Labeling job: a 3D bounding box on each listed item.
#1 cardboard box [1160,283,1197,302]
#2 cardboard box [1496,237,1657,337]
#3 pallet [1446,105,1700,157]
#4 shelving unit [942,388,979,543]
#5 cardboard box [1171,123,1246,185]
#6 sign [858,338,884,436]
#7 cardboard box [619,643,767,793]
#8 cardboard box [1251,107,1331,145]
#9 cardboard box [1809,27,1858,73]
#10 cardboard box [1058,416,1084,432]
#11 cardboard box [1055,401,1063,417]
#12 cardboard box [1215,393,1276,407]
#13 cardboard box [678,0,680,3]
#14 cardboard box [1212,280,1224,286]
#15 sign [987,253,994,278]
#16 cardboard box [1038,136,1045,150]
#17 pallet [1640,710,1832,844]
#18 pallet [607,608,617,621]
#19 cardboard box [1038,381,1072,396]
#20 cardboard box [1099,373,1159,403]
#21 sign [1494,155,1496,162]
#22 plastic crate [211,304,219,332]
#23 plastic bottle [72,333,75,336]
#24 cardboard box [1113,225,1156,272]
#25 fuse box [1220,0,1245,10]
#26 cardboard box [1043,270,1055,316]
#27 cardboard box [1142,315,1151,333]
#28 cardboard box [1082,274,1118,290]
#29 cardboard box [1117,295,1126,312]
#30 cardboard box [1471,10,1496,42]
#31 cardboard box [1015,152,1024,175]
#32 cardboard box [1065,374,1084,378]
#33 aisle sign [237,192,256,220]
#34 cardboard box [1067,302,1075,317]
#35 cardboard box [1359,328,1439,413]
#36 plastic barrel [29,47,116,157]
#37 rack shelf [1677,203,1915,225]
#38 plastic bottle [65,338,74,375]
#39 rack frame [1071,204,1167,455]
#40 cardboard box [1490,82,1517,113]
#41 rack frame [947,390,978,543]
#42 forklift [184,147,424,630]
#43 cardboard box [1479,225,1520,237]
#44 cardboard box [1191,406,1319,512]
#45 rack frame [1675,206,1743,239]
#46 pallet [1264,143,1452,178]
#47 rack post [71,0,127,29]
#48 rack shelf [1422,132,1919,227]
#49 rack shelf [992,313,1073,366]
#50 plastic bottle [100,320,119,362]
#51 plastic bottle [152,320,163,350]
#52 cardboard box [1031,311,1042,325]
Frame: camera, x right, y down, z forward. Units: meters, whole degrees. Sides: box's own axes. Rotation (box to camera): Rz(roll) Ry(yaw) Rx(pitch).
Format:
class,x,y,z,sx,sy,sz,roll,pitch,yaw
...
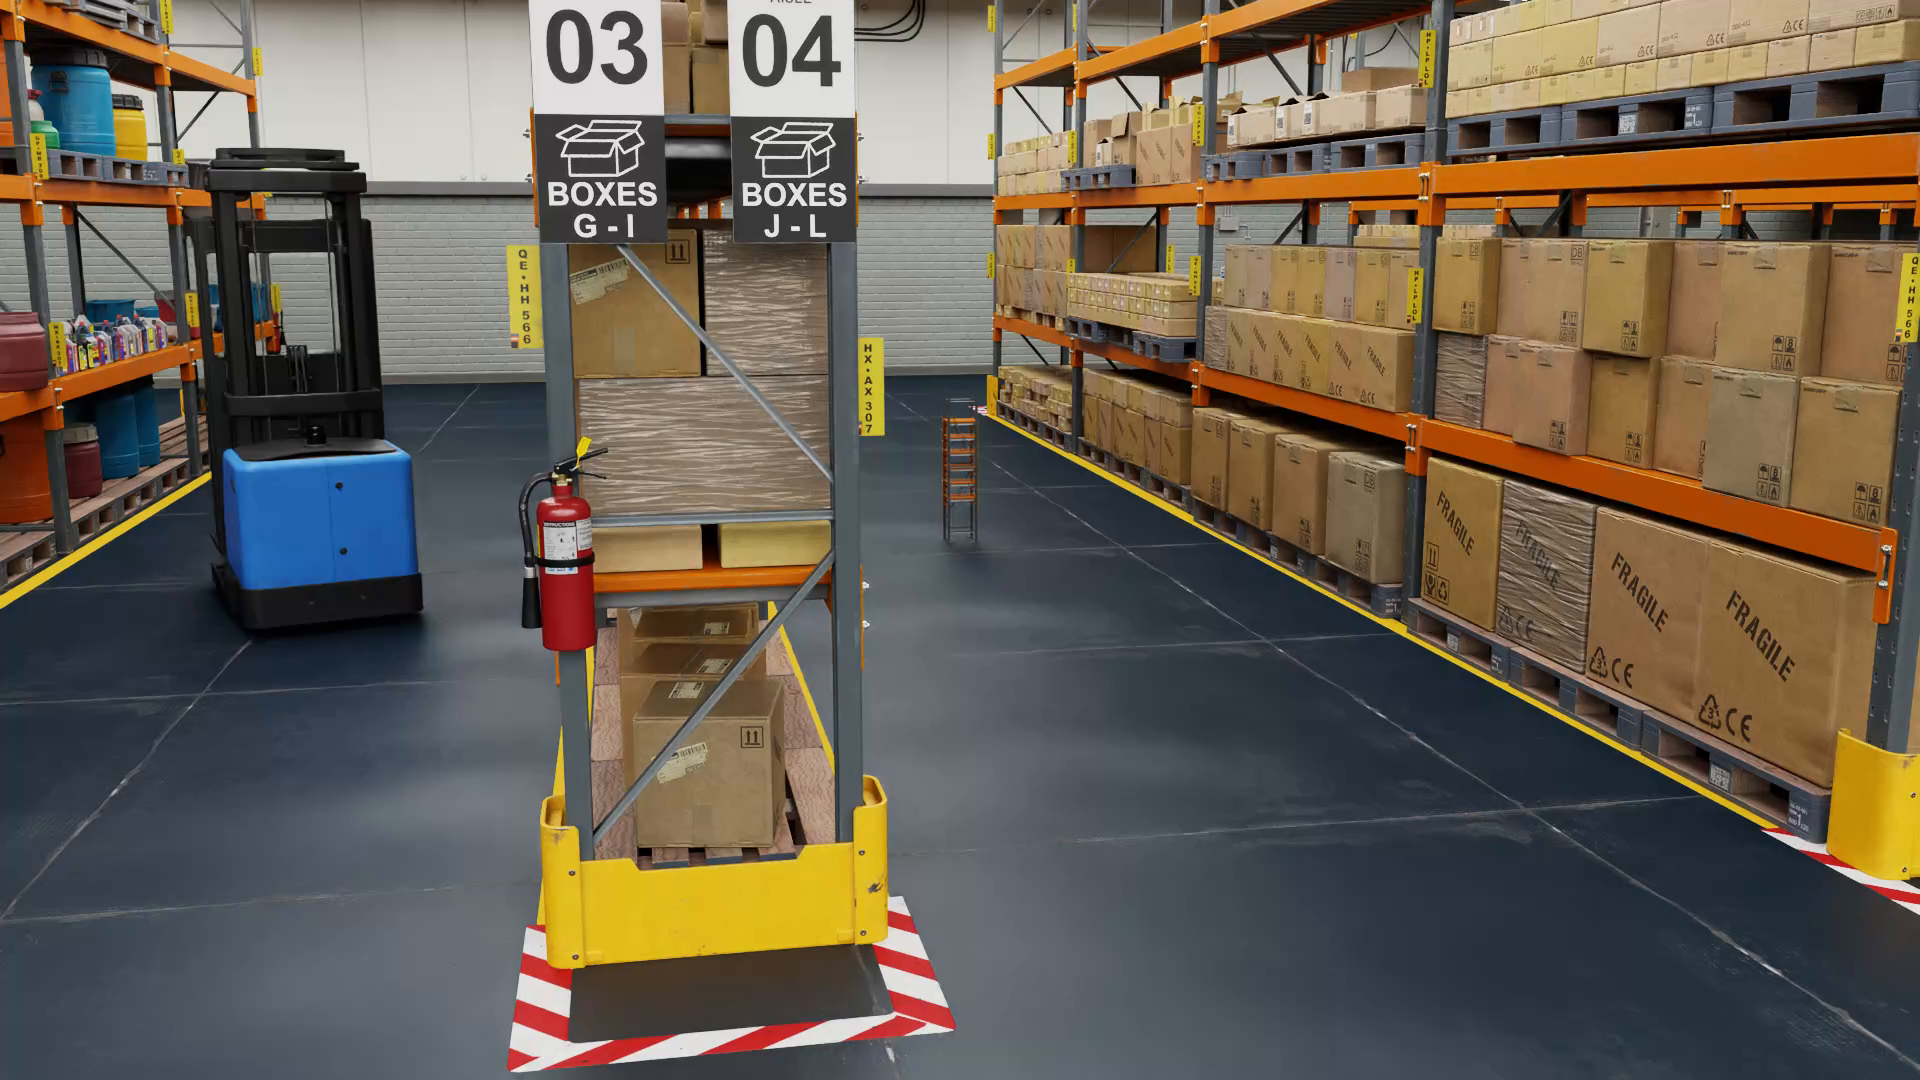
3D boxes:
class,x,y,z,sx,sy,sz,roll,pitch,yaw
cardboard box,1.949,-2.142,14.388,0.380,0.149,0.250,-3,11,-13
cardboard box,3.531,-1.399,9.236,0.875,0.550,0.550,-2,11,-11
pallet,3.420,-2.240,9.158,1.003,0.211,1.213,-2,11,-11
shelving unit,0.003,-0.587,13.070,0.258,1.200,0.189,-2,11,-11
cardboard box,2.133,-3.312,14.287,0.500,0.500,0.500,-2,11,-11
sign,-0.303,-0.510,5.539,0.100,0.325,0.005,-2,11,-11
cardboard box,-1.090,0.733,6.885,0.500,0.500,0.500,1,11,4
cardboard box,2.516,-3.117,12.538,0.500,0.250,0.500,-2,11,-9
cardboard box,3.604,-1.927,6.559,0.380,0.149,0.250,-2,11,-11
cardboard box,1.305,-1.293,18.469,0.380,0.149,0.250,-2,11,-10
cardboard box,1.278,-1.475,18.630,0.380,0.149,0.250,-3,11,-14
cardboard box,2.597,-1.176,14.910,0.500,0.250,0.500,-3,11,-14
cardboard box,-1.276,-2.640,8.621,0.500,0.500,0.500,-2,11,-13
cardboard box,2.445,-2.304,15.237,0.380,0.149,0.250,-3,11,-13
sign,0.405,-3.567,21.599,0.100,0.325,0.005,-2,11,-11
cardboard box,1.110,-4.553,19.069,0.380,0.149,0.250,-2,11,-11
pallet,3.817,0.999,7.382,1.003,0.211,1.213,-2,11,-11
pallet,-1.766,0.428,10.381,1.003,0.211,1.213,-2,11,-11
cardboard box,1.130,-1.769,19.380,0.380,0.149,0.250,-3,11,-14
cardboard box,1.706,-1.532,16.779,0.500,0.250,0.500,-2,11,-9
sign,6.007,-4.372,18.529,0.100,0.325,0.005,-2,11,-11
plastic crate,-8.144,-2.344,17.645,0.437,0.282,0.530,-2,11,-11
plastic bottle,-8.121,-1.830,15.322,0.097,0.201,0.097,0,11,0
cardboard box,1.867,-3.206,18.280,0.500,0.500,0.500,-2,11,-10
fuse box,4.411,-8.898,27.322,0.513,0.334,0.176,-2,11,-11
cardboard box,1.245,-2.797,18.805,0.500,0.500,0.500,-2,11,-13
cardboard box,1.850,-1.944,14.934,0.380,0.149,0.250,-2,11,-10
cardboard box,1.448,-2.616,16.875,0.380,0.149,0.250,-2,11,-11
cardboard box,1.698,-2.234,15.663,0.380,0.149,0.250,-2,11,-10
cardboard box,3.060,-2.832,9.179,0.380,0.149,0.250,-2,11,-11
cardboard box,0.957,-4.528,20.006,0.500,0.250,0.500,-2,11,-10
cardboard box,1.494,-1.931,20.230,0.380,0.149,0.250,-3,11,-13
aisle sign,-8.532,-4.120,19.869,0.394,0.787,0.004,-2,11,-11
cardboard box,1.341,-2.422,17.446,0.380,0.149,0.250,-3,11,-14
cardboard box,2.908,-1.096,10.663,0.500,0.500,0.500,-2,11,-11
plastic barrel,-7.546,-3.704,14.151,0.600,0.901,0.708,-2,11,-11
rack shelf,11.031,-4.294,21.638,1.077,0.370,4.000,-2,11,-11
plastic bottle,-7.036,-1.448,13.093,0.061,0.283,0.133,-2,11,-11
rack frame,1.716,-2.428,17.929,1.000,3.000,0.127,-2,11,-11
cardboard box,3.108,-2.394,9.009,0.380,0.149,0.250,-2,11,-11
rack frame,0.021,-0.570,12.982,0.240,1.200,0.006,-2,11,-11
forklift,-4.537,-1.122,11.254,1.130,2.935,3.031,-6,12,-28
cardboard box,6.179,-3.530,19.045,0.380,0.149,0.250,-2,11,-12
cardboard box,2.524,-0.680,13.642,1.050,0.750,0.750,-2,11,-12
rack frame,10.642,-3.541,23.779,1.000,3.000,0.127,-2,11,-11
pallet,2.891,-2.754,12.125,1.003,0.211,1.213,-2,11,-8
rack post,-7.509,-4.421,13.692,0.937,0.300,0.954,-1,11,-5
rack shelf,3.661,-1.714,8.080,1.077,0.370,4.000,-2,11,-11
rack shelf,1.327,-2.441,19.924,1.077,0.370,4.000,-2,11,-11
plastic bottle,-7.314,-1.703,14.253,0.144,0.351,0.185,-2,11,-11
plastic bottle,-7.544,-1.927,15.611,0.061,0.283,0.133,-2,11,-11
cardboard box,1.056,-2.632,19.676,0.380,0.149,0.250,-2,11,-10
